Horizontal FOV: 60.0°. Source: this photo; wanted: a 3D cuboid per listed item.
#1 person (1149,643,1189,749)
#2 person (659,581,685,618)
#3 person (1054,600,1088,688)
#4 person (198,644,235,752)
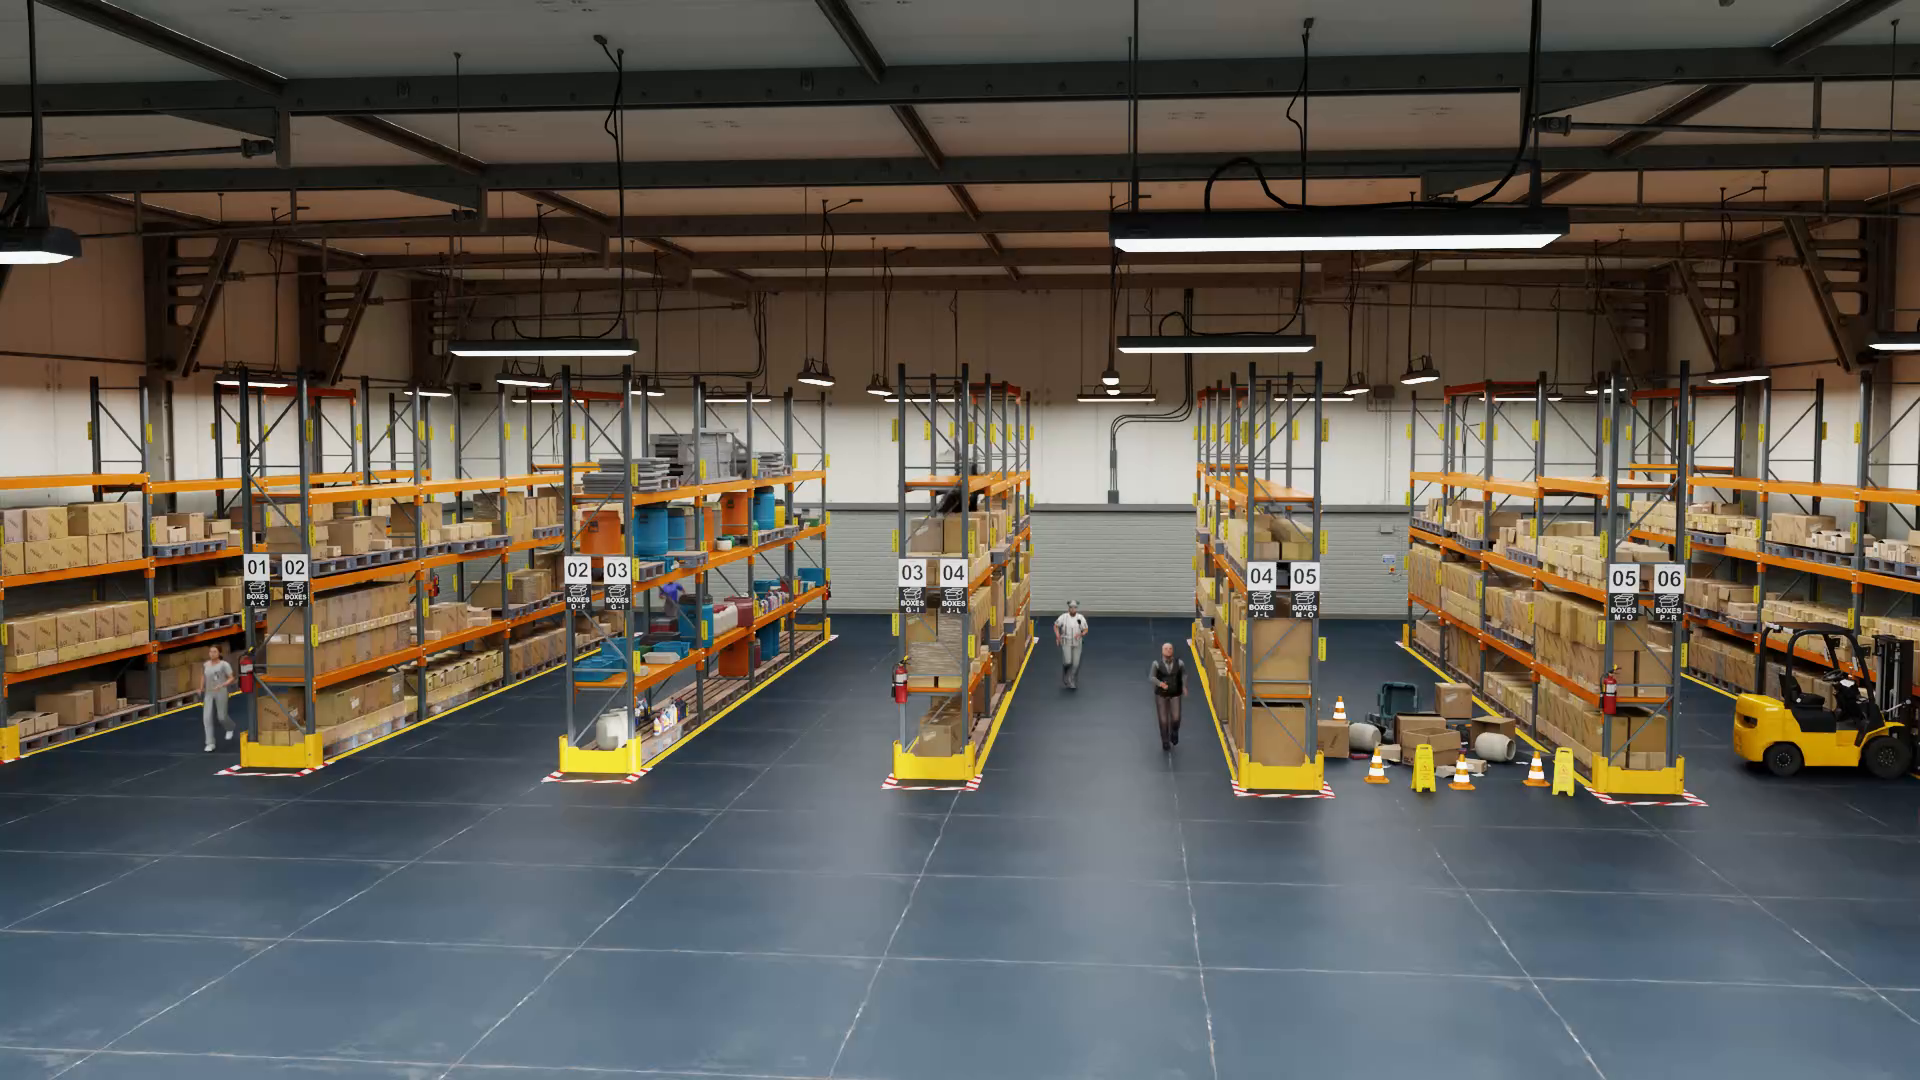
[{"bbox_3d":[3.301,2.473,26.229,0.645,1.679,0.592,0,4,4],"label":"person"},{"bbox_3d":[-6.911,1.629,39.829,0.569,1.700,0.704,0,4,1],"label":"person"},{"bbox_3d":[2.189,2.036,32.575,0.668,1.739,0.594,0,4,-3],"label":"person"},{"bbox_3d":[-11.802,2.474,26.379,0.577,1.641,0.907,0,4,-2],"label":"person"}]
